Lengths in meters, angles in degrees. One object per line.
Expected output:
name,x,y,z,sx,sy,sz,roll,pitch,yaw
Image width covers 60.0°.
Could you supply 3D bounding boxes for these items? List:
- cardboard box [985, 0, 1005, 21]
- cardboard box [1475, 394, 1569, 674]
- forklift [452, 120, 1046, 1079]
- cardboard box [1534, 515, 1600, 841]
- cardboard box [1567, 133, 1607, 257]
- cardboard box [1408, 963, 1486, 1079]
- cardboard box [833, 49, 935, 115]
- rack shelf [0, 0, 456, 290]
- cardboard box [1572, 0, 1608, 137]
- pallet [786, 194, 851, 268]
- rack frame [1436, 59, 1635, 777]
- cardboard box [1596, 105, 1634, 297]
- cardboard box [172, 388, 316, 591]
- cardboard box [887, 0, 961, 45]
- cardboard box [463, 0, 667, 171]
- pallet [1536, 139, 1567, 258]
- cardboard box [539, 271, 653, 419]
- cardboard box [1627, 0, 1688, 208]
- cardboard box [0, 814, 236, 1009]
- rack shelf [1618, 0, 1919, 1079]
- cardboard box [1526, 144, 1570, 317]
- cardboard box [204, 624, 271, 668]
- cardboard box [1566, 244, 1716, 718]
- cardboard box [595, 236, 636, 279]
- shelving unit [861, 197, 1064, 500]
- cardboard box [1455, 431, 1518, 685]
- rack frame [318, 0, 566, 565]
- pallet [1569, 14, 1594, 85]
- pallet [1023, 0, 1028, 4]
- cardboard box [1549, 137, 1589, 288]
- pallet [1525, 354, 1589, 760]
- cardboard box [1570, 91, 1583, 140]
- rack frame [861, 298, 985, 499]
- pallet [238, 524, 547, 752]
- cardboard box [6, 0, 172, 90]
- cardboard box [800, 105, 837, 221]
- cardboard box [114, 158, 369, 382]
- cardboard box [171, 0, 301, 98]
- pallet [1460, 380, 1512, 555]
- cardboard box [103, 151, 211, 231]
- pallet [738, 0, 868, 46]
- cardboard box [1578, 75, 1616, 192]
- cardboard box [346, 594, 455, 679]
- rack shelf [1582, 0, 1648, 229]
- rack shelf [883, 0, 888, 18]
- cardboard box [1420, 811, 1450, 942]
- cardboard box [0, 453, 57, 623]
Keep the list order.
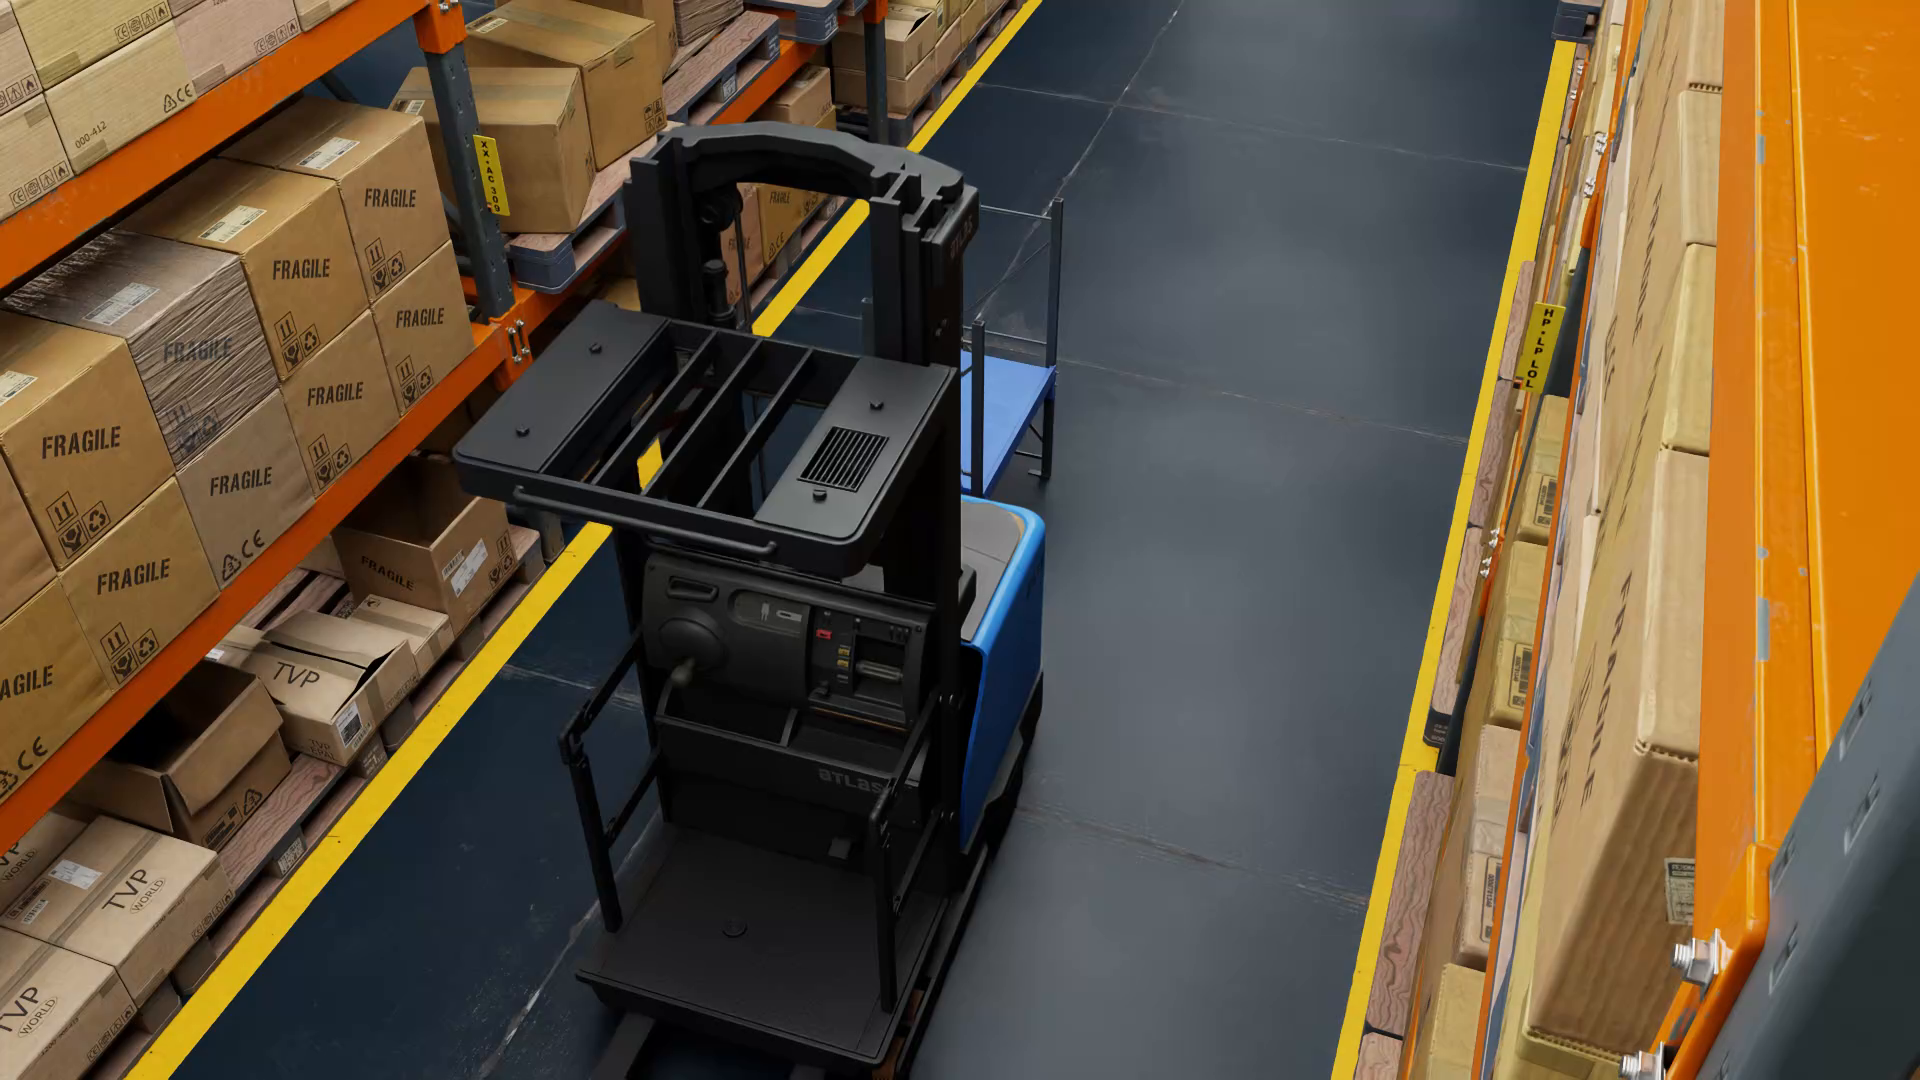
cardboard box,0.036,-3.923,11.786,0.500,0.250,0.500,14,42,16
cardboard box,2.150,0.132,5.006,0.980,0.700,0.700,14,42,16
forklift,-0.615,0.402,4.974,1.130,2.935,3.031,12,42,14
cardboard box,1.161,0.254,2.499,0.500,0.250,0.500,12,42,13
cardboard box,2.454,-1.176,5.872,0.500,0.250,0.500,14,42,16
cardboard box,1.386,1.485,3.420,0.980,0.700,0.700,13,42,15
cardboard box,-0.483,-2.986,10.687,0.500,0.250,0.500,13,42,15
rack shelf,-2.989,-0.825,4.603,1.077,0.370,4.000,13,42,15
cardboard box,3.124,-2.122,7.559,0.500,0.500,0.500,15,43,17
pallet,-1.228,-2.110,10.014,1.003,0.211,1.213,13,42,15
rack frame,2.351,-0.081,5.487,1.000,3.000,0.127,13,42,15
cardboard box,1.679,-0.692,3.608,0.500,0.250,0.500,12,42,14
cardboard box,-2.584,-0.226,5.580,0.500,0.500,0.500,14,42,16
cardboard box,-0.311,-3.521,10.883,0.500,0.311,0.500,12,42,14
cardboard box,-1.758,-2.048,7.393,0.700,0.500,0.500,20,44,22
pallet,3.987,-1.936,9.810,1.003,0.211,1.213,13,42,15
cardboard box,-1.739,-0.963,8.108,0.500,0.500,0.500,14,42,16
cardboard box,1.674,-0.960,3.344,0.500,0.500,0.500,12,42,14
cardboard box,-2.879,1.262,5.693,0.500,0.250,0.500,13,42,15
rack shelf,1.667,-0.717,2.474,1.077,0.370,4.000,13,42,15
cardboard box,3.344,-1.443,8.417,0.750,0.750,0.750,13,42,15
cardboard box,-2.939,0.470,6.685,0.380,0.166,0.250,13,42,15
cardboard box,1.158,-0.018,2.240,0.500,0.500,0.500,15,43,16
cardboard box,-1.569,-1.530,8.196,0.500,0.250,0.500,13,42,15
shelving unit,0.029,-0.623,7.278,0.538,1.500,1.048,13,42,15
cardboard box,2.451,0.152,6.547,0.750,0.750,0.750,14,42,16
rack frame,-2.305,-1.178,6.773,1.000,3.000,0.127,13,42,15
pallet,4.822,-3.424,11.554,1.003,0.211,1.213,13,42,15
pallet,0.215,-4.538,12.860,1.003,0.211,1.213,13,42,15
cardboard box,2.617,-1.195,6.471,0.500,0.500,0.500,13,42,15
pallet,1.642,0.050,3.091,1.003,0.211,1.213,13,42,15
cardboard box,3.124,-1.988,7.901,0.380,0.149,0.250,15,43,16
rack frame,-0.145,-0.313,6.914,0.500,1.500,0.032,13,42,15
pallet,-2.541,0.302,7.188,1.003,0.211,1.213,13,42,15
cardboard box,-2.564,-1.487,4.554,0.500,0.250,0.500,13,42,15
cardboard box,-1.037,-2.211,9.572,0.500,0.500,0.500,15,43,17
cardboard box,-2.408,-0.917,5.620,0.500,0.500,0.500,13,42,14
cardboard box,-2.403,-1.604,5.077,0.500,0.250,0.500,13,42,15
pallet,2.959,-0.254,7.839,1.003,0.211,1.213,13,42,15
cardboard box,-2.907,-1.057,5.784,0.500,0.500,0.500,12,42,14
pallet,-1.103,-3.116,9.192,1.213,0.211,1.003,13,42,15
cardboard box,2.629,-1.487,6.236,0.500,0.250,0.500,14,42,16
cardboard box,-2.306,0.392,6.791,0.380,0.149,0.250,13,42,15
rack shelf,3.035,-2.168,6.177,1.077,0.370,4.000,13,42,15
rack shelf,-0.254,-4.564,11.296,1.077,0.370,4.000,13,42,15
cardboard box,1.999,1.144,5.654,0.700,0.500,0.500,14,42,16
cardboard box,-2.926,0.007,4.537,0.500,0.500,0.500,14,42,16
